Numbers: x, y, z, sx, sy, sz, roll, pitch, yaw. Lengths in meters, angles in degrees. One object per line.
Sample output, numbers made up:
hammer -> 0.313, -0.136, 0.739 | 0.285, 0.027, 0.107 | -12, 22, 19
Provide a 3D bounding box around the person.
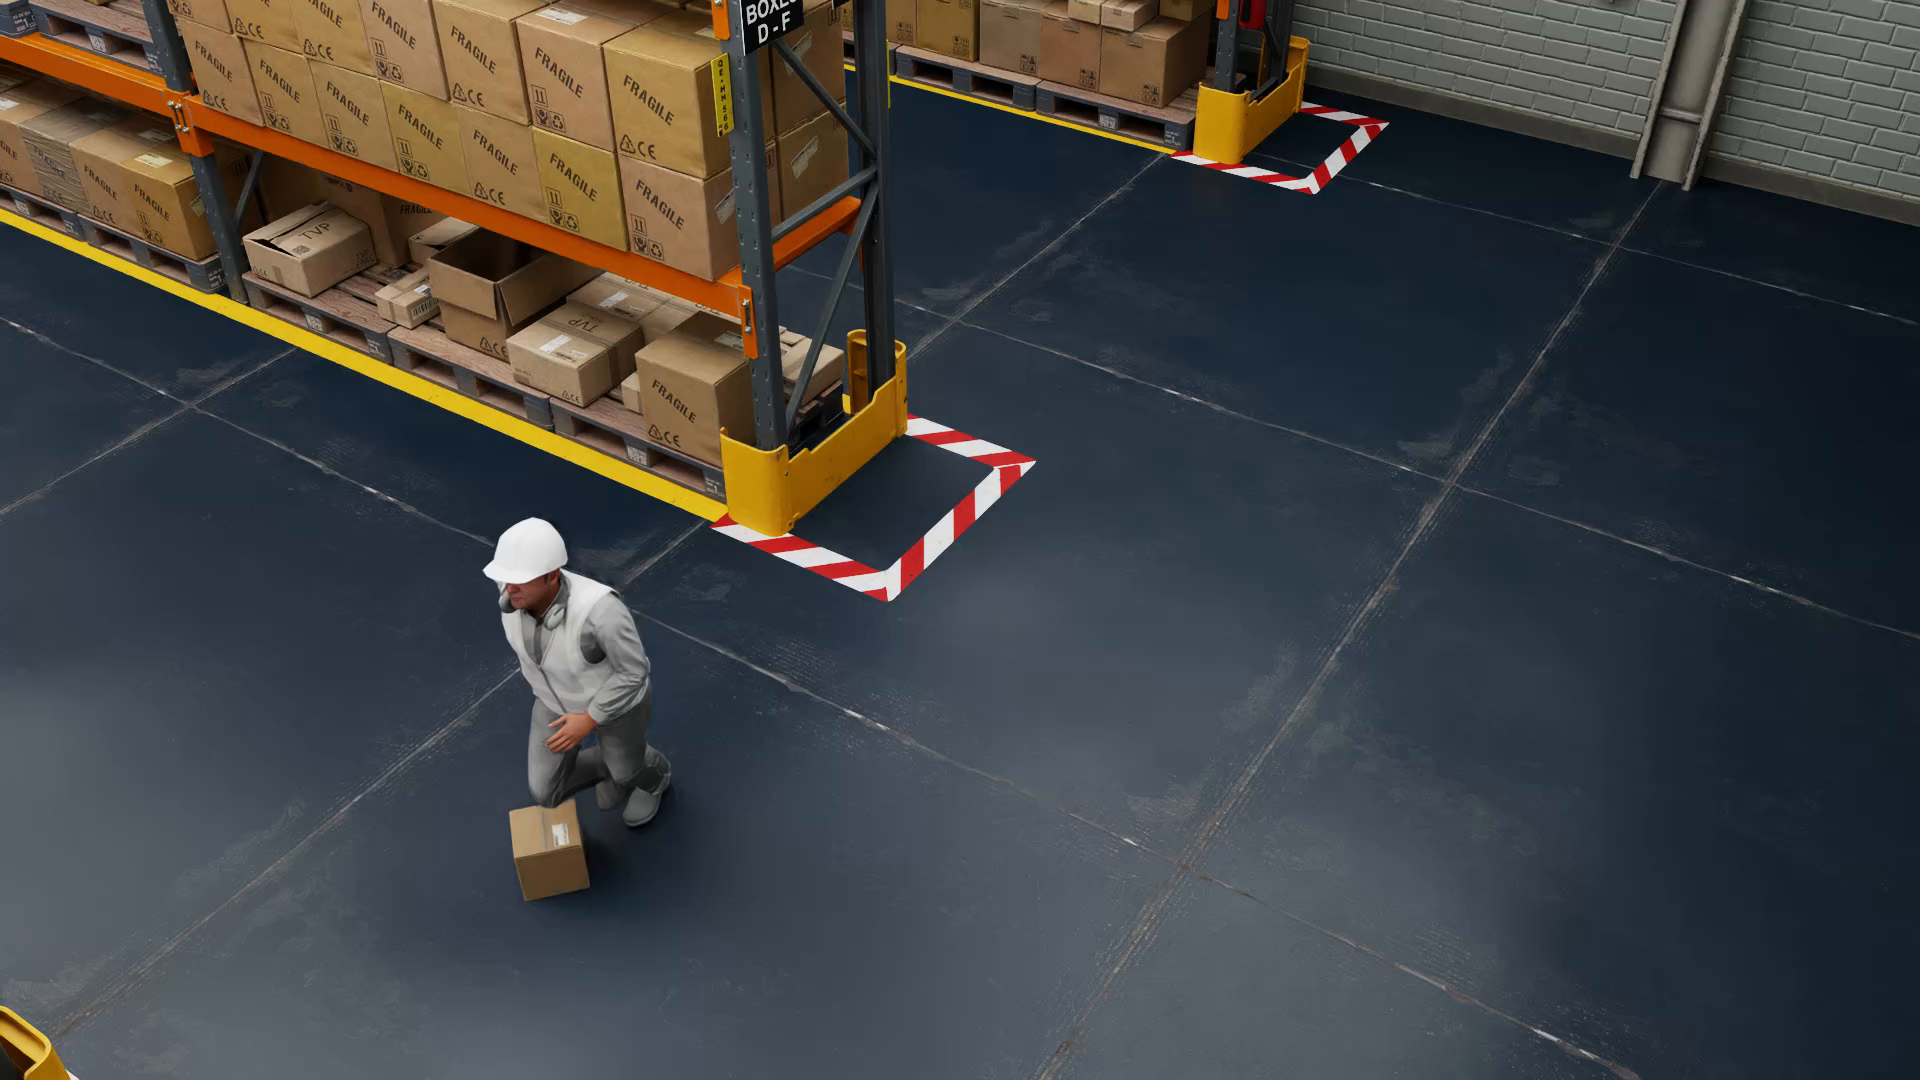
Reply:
person -> -1.358, 0.509, 6.075 | 0.676, 1.682, 0.709 | 14, 40, 17
